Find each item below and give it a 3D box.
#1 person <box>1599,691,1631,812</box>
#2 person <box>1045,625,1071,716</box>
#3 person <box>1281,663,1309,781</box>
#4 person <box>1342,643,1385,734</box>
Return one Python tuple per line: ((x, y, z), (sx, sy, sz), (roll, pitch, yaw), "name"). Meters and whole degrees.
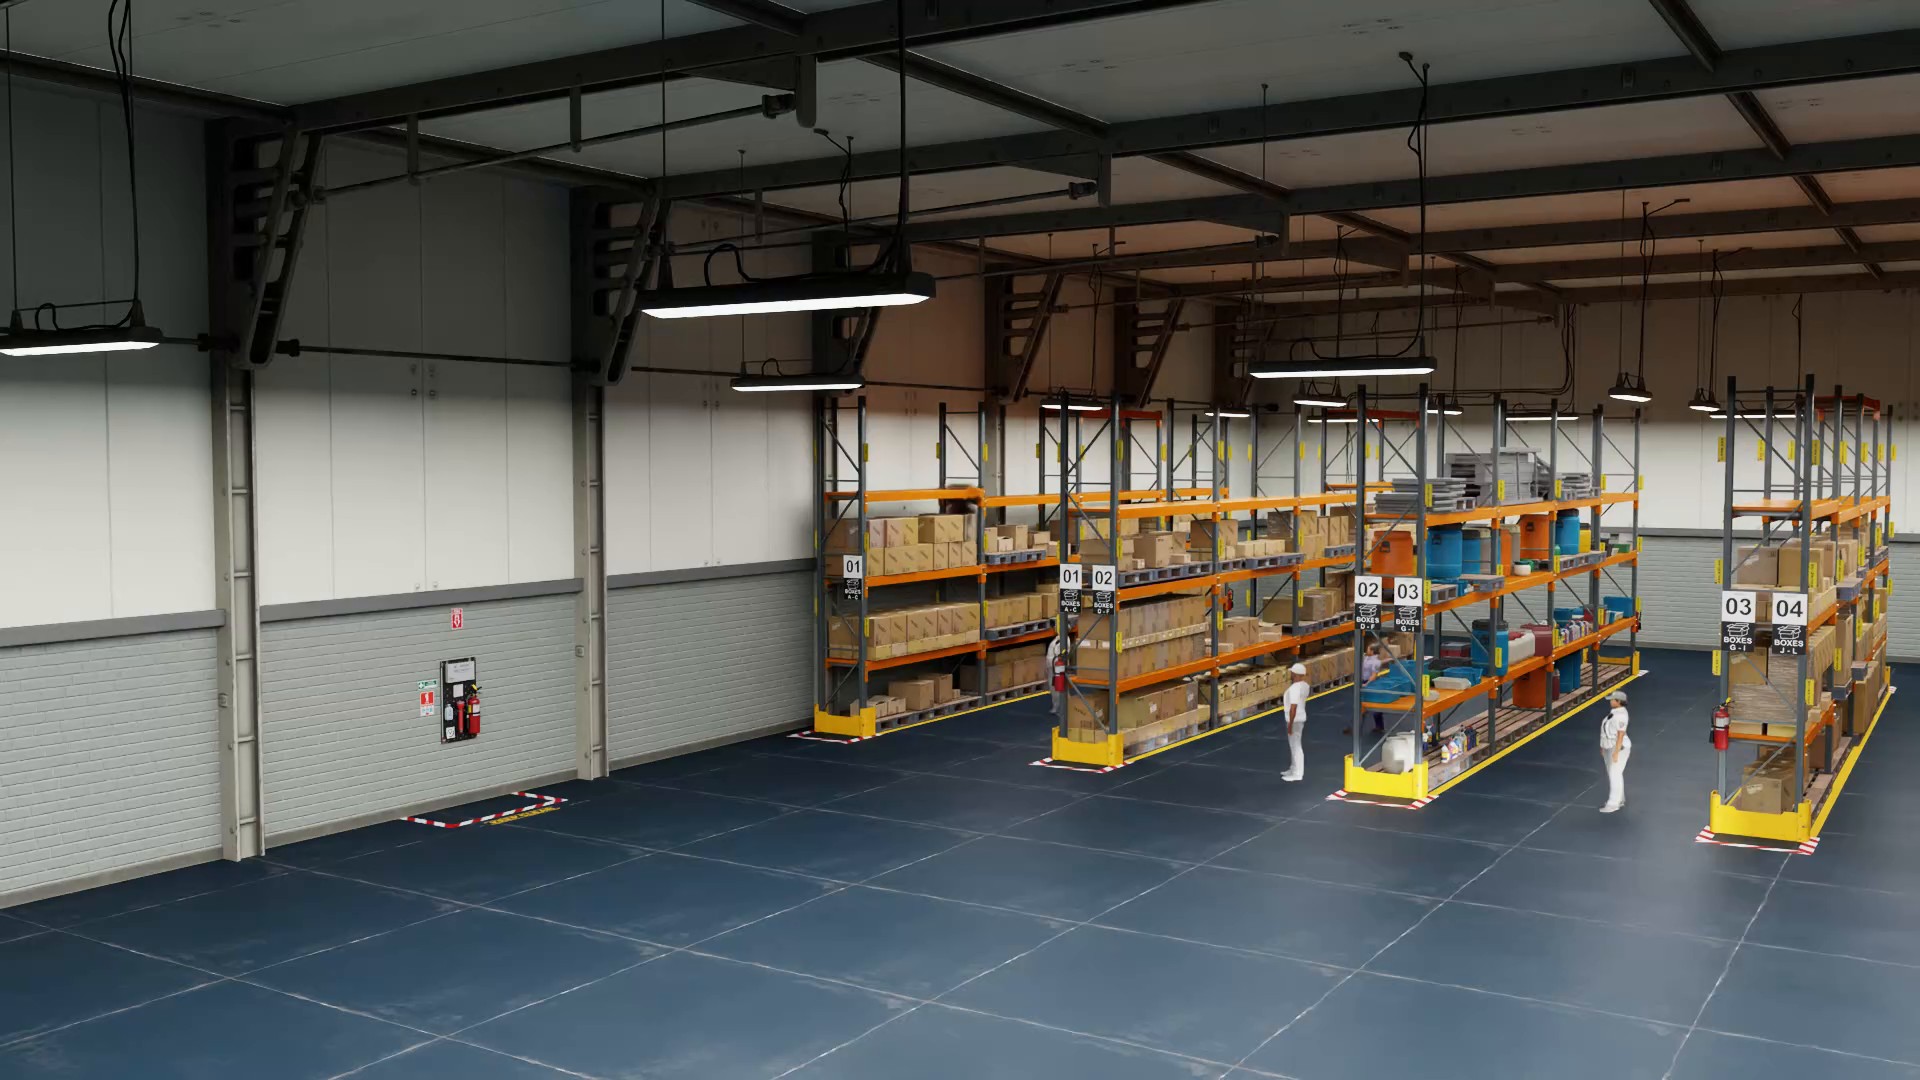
((9.164, 2.959, 23.338), (0.503, 1.683, 0.493), (0, 3, -6), "person")
((1.892, 2.449, 31.907), (0.495, 1.792, 0.624), (-2, 4, -33), "person")
((5.144, 2.771, 25.514), (0.421, 1.771, 0.656), (0, 3, 9), "person")
((7.223, 2.648, 29.582), (0.880, 1.592, 0.499), (-2, 3, -29), "person")
